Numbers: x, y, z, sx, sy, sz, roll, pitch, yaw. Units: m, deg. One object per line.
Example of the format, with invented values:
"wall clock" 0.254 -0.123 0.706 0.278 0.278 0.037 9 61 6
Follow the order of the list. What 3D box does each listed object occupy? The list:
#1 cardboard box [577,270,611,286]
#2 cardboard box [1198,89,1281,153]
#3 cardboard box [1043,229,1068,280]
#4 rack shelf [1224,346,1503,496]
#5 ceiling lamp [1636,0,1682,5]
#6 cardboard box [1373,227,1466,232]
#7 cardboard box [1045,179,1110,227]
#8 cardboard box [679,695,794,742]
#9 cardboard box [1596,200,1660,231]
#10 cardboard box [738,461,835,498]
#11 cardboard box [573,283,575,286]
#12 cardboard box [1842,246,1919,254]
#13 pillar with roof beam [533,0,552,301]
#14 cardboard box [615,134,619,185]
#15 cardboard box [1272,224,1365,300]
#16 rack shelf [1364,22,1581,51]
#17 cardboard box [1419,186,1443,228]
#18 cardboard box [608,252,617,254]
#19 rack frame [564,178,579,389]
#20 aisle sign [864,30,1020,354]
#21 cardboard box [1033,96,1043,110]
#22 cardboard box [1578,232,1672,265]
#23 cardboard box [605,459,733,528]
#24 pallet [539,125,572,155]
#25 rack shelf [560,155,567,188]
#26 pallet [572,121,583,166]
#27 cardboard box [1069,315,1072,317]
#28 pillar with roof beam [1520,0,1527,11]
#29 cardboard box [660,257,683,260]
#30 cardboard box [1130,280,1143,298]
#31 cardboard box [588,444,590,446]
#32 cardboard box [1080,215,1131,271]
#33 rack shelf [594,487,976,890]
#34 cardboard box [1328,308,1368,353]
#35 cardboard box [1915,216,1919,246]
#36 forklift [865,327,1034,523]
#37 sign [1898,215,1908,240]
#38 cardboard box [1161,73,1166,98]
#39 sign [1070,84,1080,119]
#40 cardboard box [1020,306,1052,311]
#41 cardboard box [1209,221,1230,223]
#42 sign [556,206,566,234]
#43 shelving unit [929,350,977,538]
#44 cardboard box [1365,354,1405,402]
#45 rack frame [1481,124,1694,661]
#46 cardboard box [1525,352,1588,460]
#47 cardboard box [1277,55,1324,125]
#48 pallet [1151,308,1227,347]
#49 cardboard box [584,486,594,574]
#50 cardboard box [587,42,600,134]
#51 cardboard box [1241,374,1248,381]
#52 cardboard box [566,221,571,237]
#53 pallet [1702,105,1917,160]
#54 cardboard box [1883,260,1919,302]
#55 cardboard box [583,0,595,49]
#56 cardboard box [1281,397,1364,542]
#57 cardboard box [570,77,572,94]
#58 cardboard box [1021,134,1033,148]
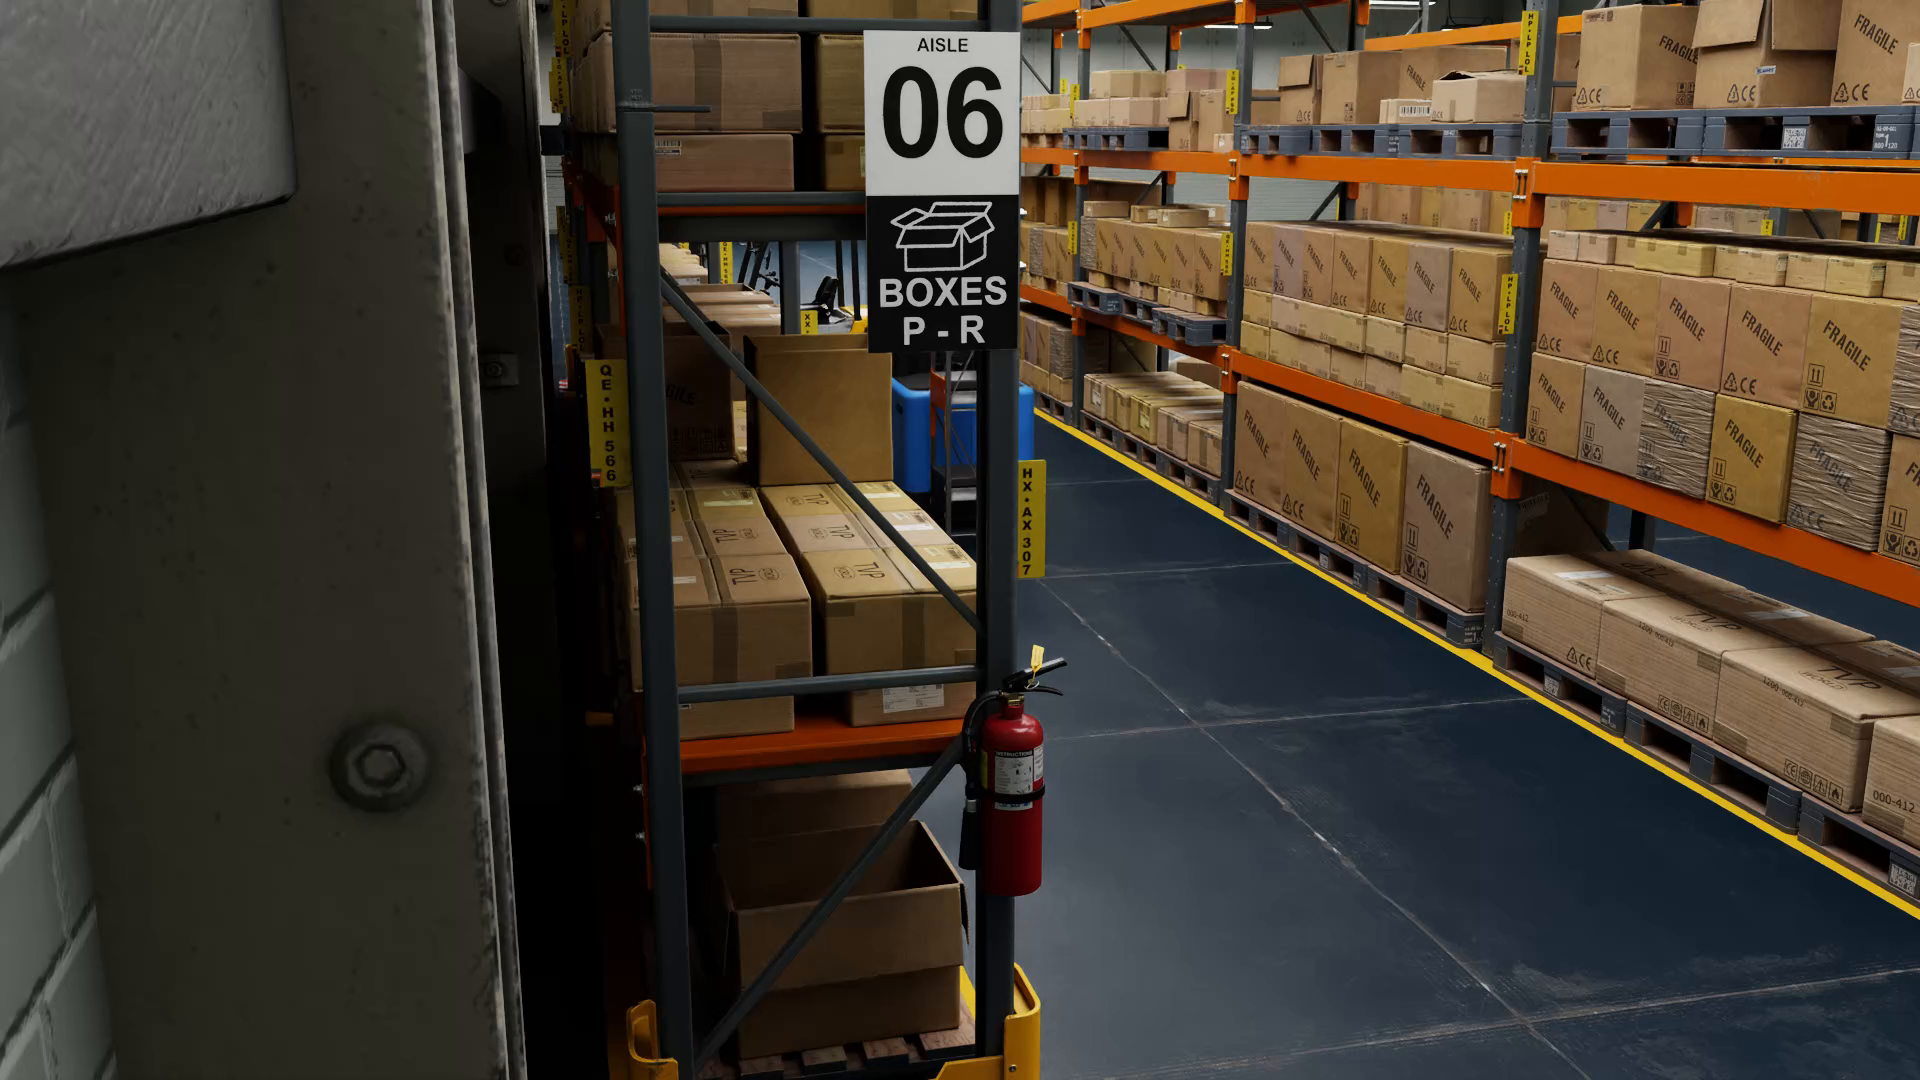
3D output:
"cardboard box" -2.666 -1.932 12.436 0.380 0.149 0.250 -3 14 -12
"cardboard box" 2.388 -3.452 13.707 0.700 0.500 0.500 -3 14 -13
"cardboard box" 1.188 -3.050 17.755 0.500 0.500 0.500 -3 14 -11
"rack shelf" 3.071 -0.917 11.375 1.077 0.370 4.000 -3 14 -13
"ceiling lamp" 16.984 -14.242 39.460 2.000 3.185 0.800 -3 14 -13
"cardboard box" 3.215 -1.924 11.666 0.500 0.500 0.500 -3 14 -13
"cardboard box" 1.368 -3.794 18.693 0.700 0.500 0.500 -3 14 -14
"cardboard box" -0.683 0.456 4.769 0.380 0.149 0.250 -3 14 -14
"cardboard box" 6.813 -3.134 16.619 0.700 0.500 0.500 -3 14 -13
"cardboard box" -0.571 -0.146 6.392 0.500 0.250 0.500 -4 14 -15
"cardboard box" -2.835 -1.942 13.317 0.500 0.250 0.500 -3 14 -14
"cardboard box" 4.233 -1.247 7.525 0.380 0.149 0.250 -3 14 -13
"pillar with roof beam" -3.448 -9.007 30.334 9.100 9.000 0.400 -3 14 -13
"cardboard box" -0.766 -1.058 4.646 0.380 0.149 0.250 -3 14 -12
"cardboard box" 2.605 -2.021 12.060 0.500 0.500 0.500 -3 14 -13
"rack shelf" 5.980 -5.781 19.489 1.077 0.370 4.000 -3 14 -13
"cardboard box" 6.029 -4.008 19.923 0.875 0.550 0.500 -3 14 -13
"cardboard box" -3.105 -2.404 14.370 0.380 0.149 0.250 -3 14 -13
"rack frame" -4.102 -3.296 19.596 1.000 3.000 0.127 -3 14 -13
"aisle sign" -0.043 -0.868 4.182 0.394 0.787 0.004 -3 14 -13
"cardboard box" 1.005 -4.729 17.993 0.380 0.149 0.250 -3 14 -13
"cardboard box" 3.438 -1.509 8.598 0.380 0.149 0.250 -3 14 -12
"cardboard box" -1.186 -0.235 6.758 0.500 0.250 0.500 -3 14 -12
"pallet" -2.469 -2.967 12.329 1.213 0.211 1.003 -3 14 -11
"rack shelf" -3.632 -3.942 17.437 1.077 0.370 4.000 -3 14 -13
"pallet" -1.369 -2.047 8.563 1.213 0.211 1.003 -3 14 -13
"cardboard box" 1.528 -2.277 18.754 0.500 0.500 0.500 -3 14 -10
"pillar with roof beam" 14.574 -14.436 52.553 9.100 9.000 0.548 -3 14 -13
"cardboard box" -2.480 -2.255 13.761 0.380 0.149 0.250 -3 14 -13
"cardboard box" 1.763 -2.285 15.104 0.380 0.149 0.250 -3 14 -11
"cardboard box" -2.404 -0.617 11.648 0.380 0.149 0.250 -3 14 -10
"cardboard box" 1.493 -2.923 16.350 0.500 0.500 0.500 -3 14 -12
"rack shelf" -0.814 0.284 6.462 1.077 0.370 4.000 -3 14 -13
"cardboard box" 2.811 -1.414 11.158 0.500 0.250 0.500 -3 14 -12
"cardboard box" 11.345 -3.507 18.313 1.000 1.000 1.000 -3 14 -13
"forklift" -0.238 -1.851 13.829 1.130 2.935 3.031 -3 14 -12
"sign" 10.769 -3.591 18.982 0.100 0.325 0.005 -3 14 -13
"cardboard box" 1.921 -4.355 15.989 0.500 0.250 0.500 -3 14 -12
"sign" 1.136 -4.327 16.406 0.100 0.325 0.005 -3 14 -13
"cardboard box" 0.776 -2.478 19.580 0.500 0.500 0.500 -4 14 -15
"cardboard box" 2.226 -2.720 15.517 0.500 0.500 0.500 -3 14 -11
"sign" -4.643 -3.725 19.363 0.100 0.325 0.005 -3 14 -13
"shelving unit" 0.039 -0.982 12.022 0.431 2.100 0.503 -3 14 -13
"cardboard box" 2.971 -1.056 10.747 0.500 0.250 0.500 -4 14 -15
"rack frame" 3.540 -0.805 9.401 1.000 3.000 0.127 -3 14 -13
"cardboard box" 3.396 -0.730 8.886 0.500 0.500 0.500 -3 14 -11
"cardboard box" 2.836 -3.360 12.438 0.797 0.503 0.637 -4 14 -17
"pallet" 2.330 -1.793 13.849 1.213 0.211 1.003 -3 14 -13
"cardboard box" -2.177 -0.091 10.860 0.500 0.500 0.500 -3 14 -10
"cardboard box" -0.845 -1.338 4.953 0.500 0.250 0.500 -3 14 -13
"cardboard box" 3.595 -2.096 19.947 0.637 0.503 0.797 10 17 35
"cardboard box" -3.745 -3.112 16.642 0.380 0.149 0.250 -4 14 -14
"pallet" 4.005 -1.749 7.131 1.003 0.211 1.213 -3 14 -13
"cardboard box" 3.964 -1.040 6.678 0.380 0.149 0.250 -3 14 -14
"cardboard box" -0.841 -1.583 4.902 0.500 0.250 0.500 -4 14 -15
"cardboard box" 2.888 -0.529 11.866 0.875 0.875 0.875 -3 14 -13
"cardboard box" -2.374 -3.012 10.964 0.380 0.149 0.250 -3 14 -13
"cardboard box" 0.893 -4.457 18.560 0.380 0.149 0.250 -4 14 -15
